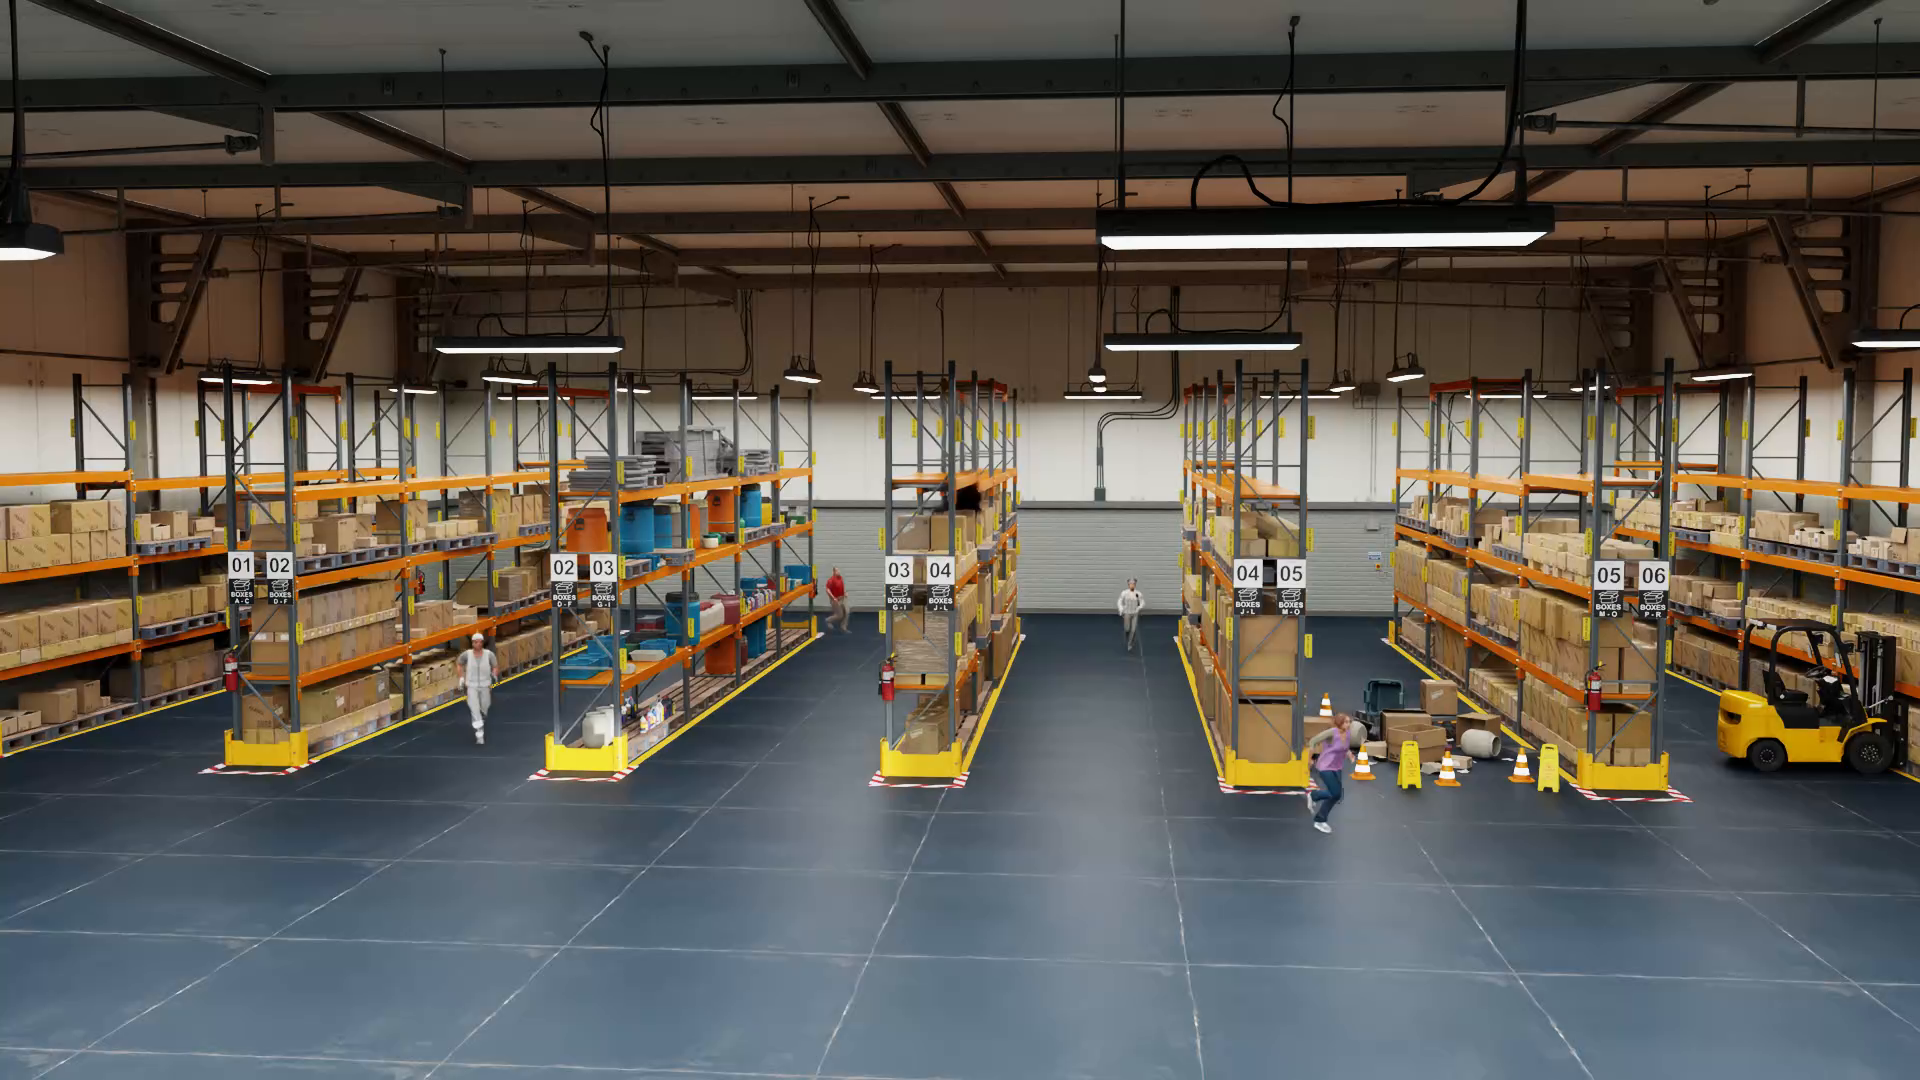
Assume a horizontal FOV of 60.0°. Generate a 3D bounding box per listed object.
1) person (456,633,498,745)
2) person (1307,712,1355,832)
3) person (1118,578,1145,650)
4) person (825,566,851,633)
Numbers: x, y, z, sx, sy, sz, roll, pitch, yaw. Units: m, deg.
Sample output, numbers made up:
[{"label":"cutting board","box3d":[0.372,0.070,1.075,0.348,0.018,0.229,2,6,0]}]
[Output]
[{"label":"person","box3d":[-7.777,2.364,26.805,0.636,1.766,0.908,-1,4,-22]},{"label":"person","box3d":[4.640,2.890,20.777,0.527,1.531,0.669,-3,5,-40]},{"label":"person","box3d":[3.915,1.689,37.992,0.616,1.658,0.556,0,4,3]},{"label":"person","box3d":[-3.080,1.480,41.078,0.632,1.664,0.699,2,5,33]}]
